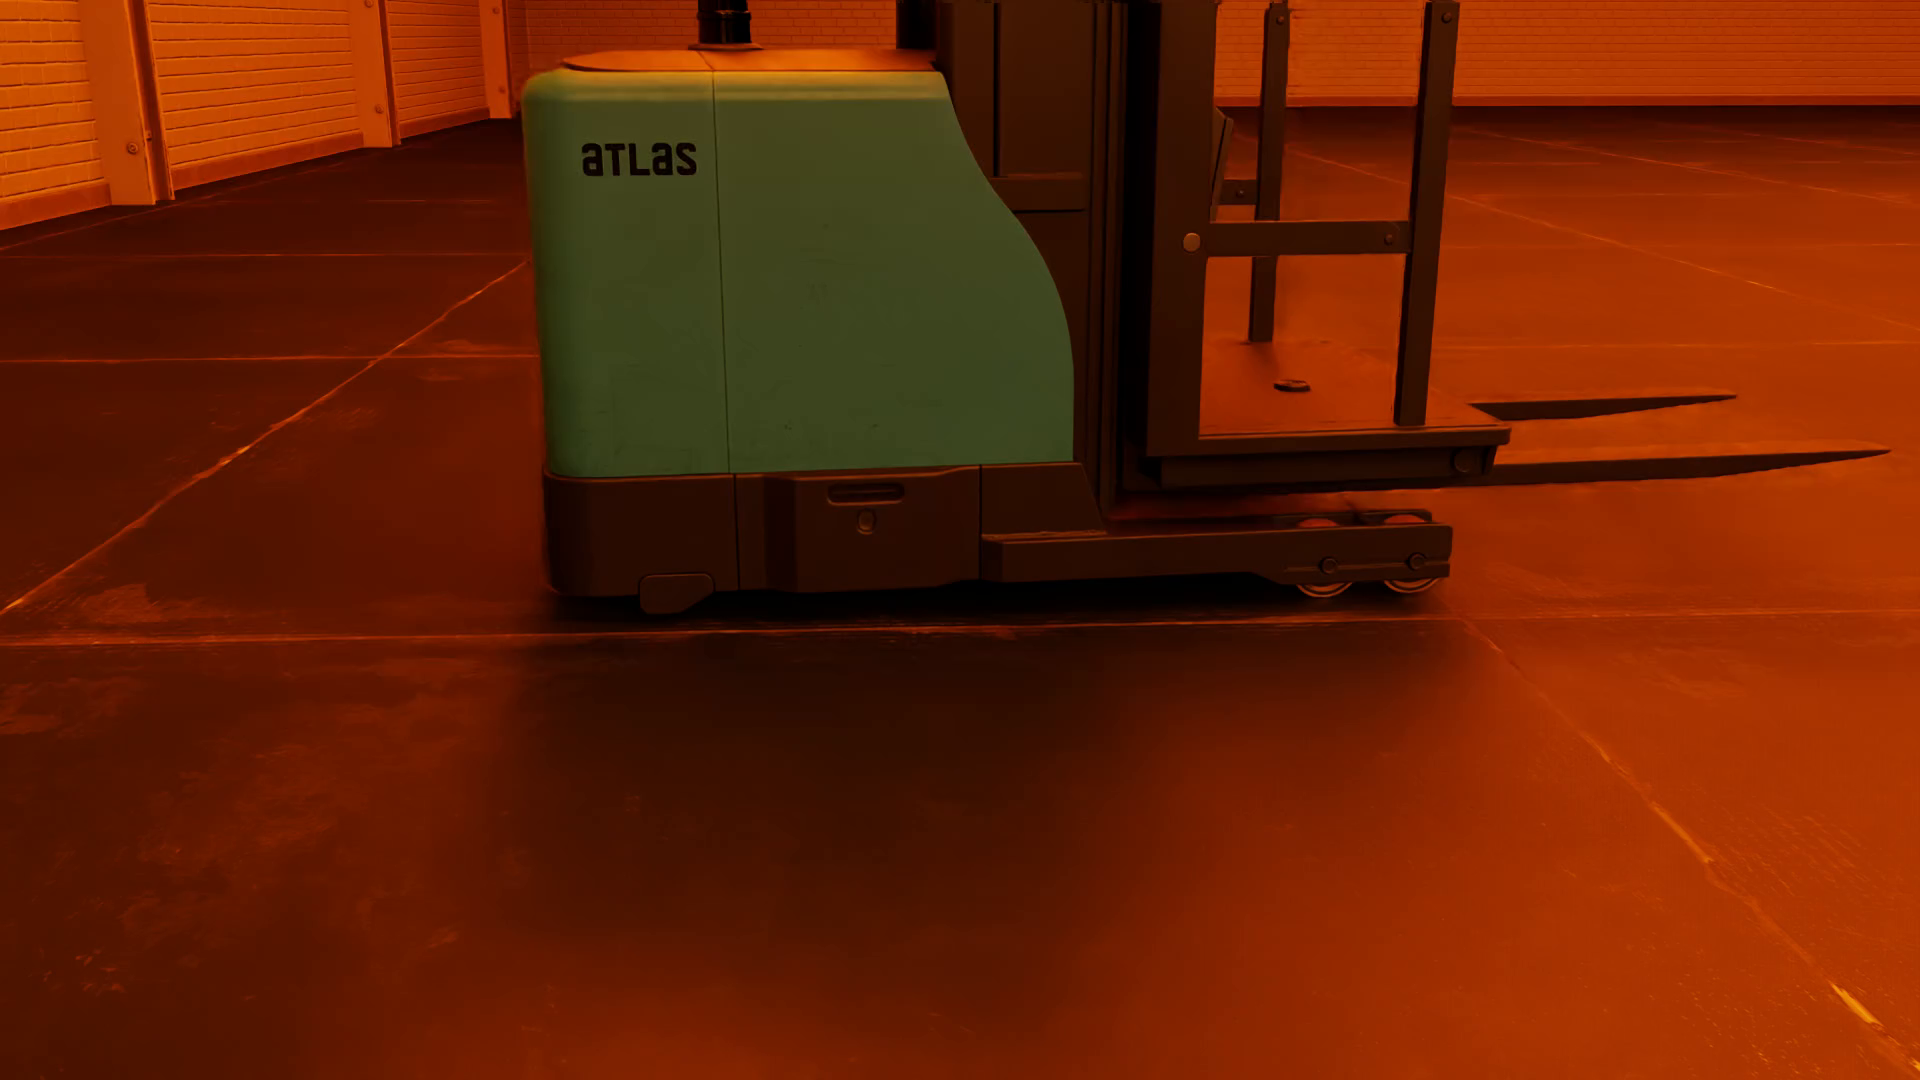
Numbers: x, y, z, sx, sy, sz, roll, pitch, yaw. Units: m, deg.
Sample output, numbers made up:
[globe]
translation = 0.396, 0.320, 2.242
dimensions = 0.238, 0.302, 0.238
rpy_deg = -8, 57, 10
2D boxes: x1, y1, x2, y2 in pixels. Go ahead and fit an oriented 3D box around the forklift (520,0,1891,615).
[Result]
[forklift]
translation = 0.605, -1.430, 3.582
dimensions = 3.031, 2.935, 1.130
rpy_deg = -2, 17, -8
